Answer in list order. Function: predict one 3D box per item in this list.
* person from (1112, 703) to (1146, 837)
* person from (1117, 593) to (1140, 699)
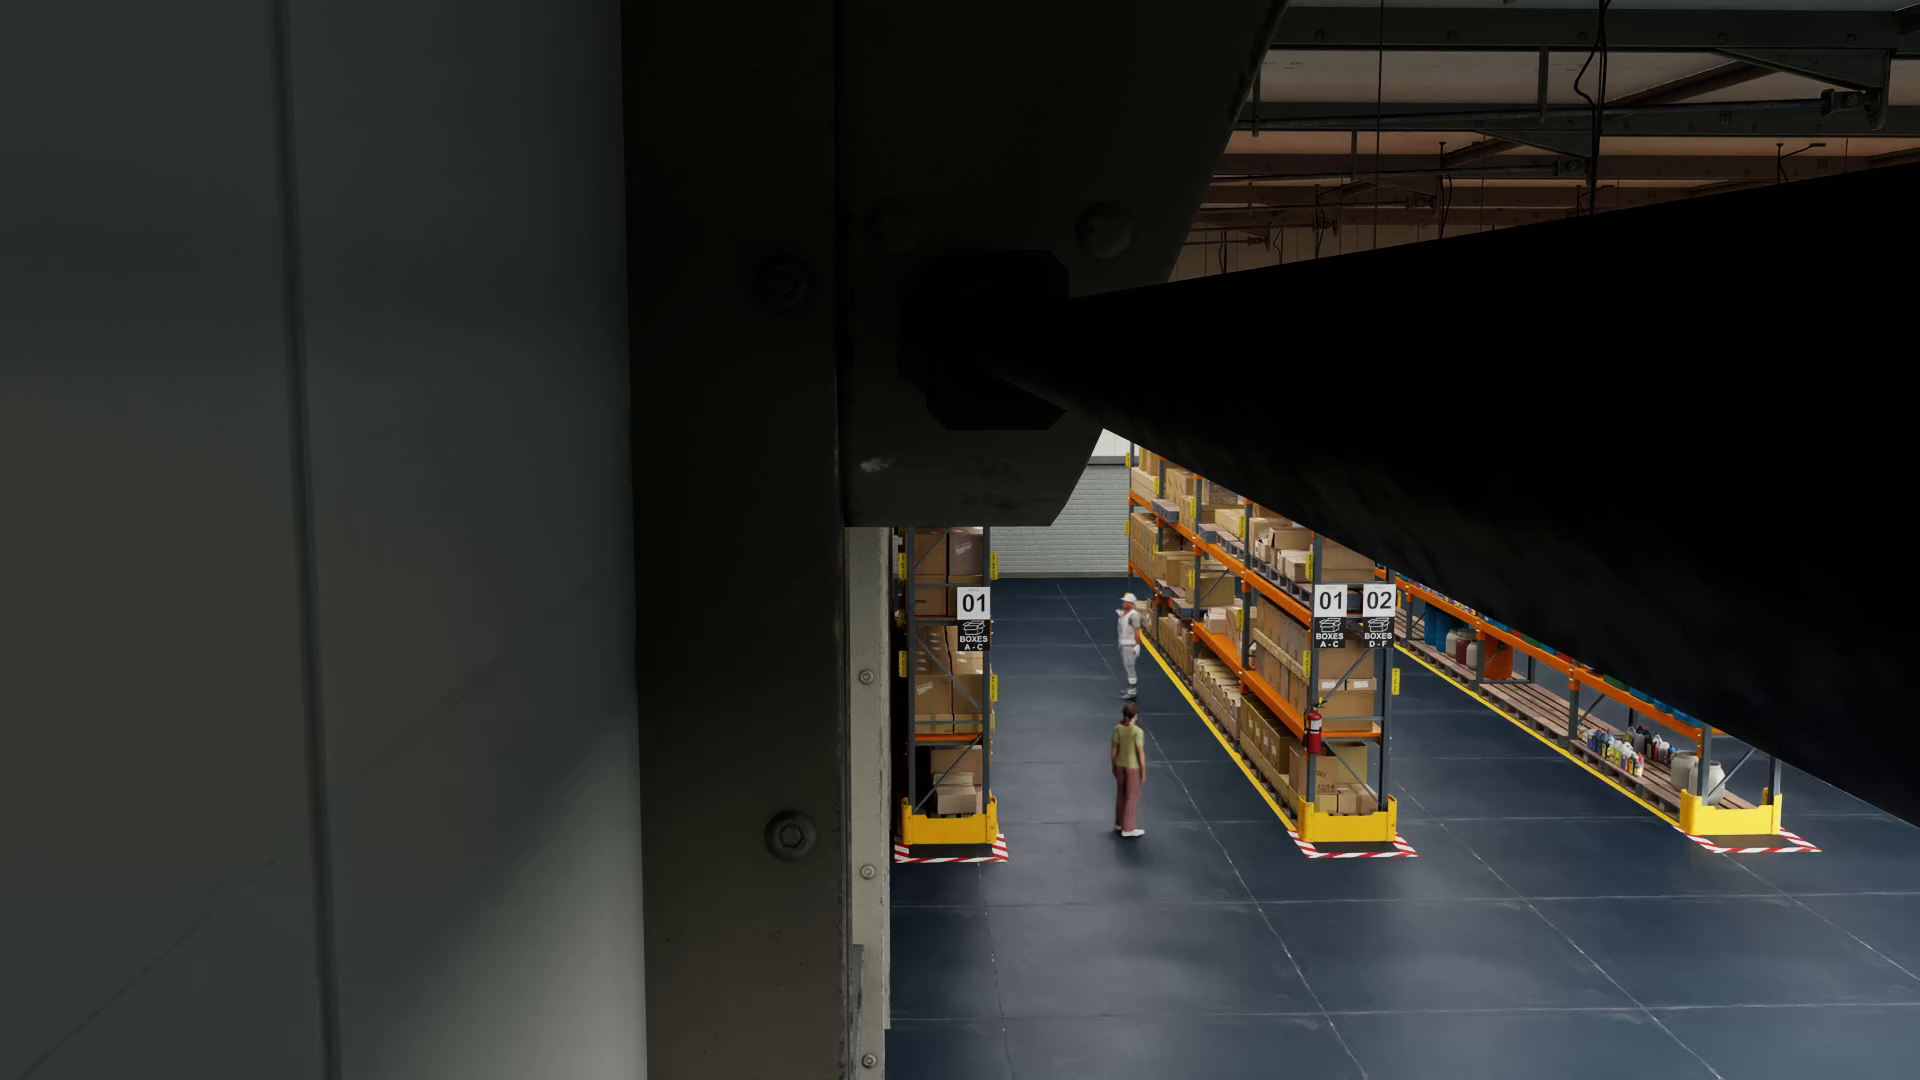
[{"bbox_3d":[2.159,2.864,20.794,0.451,1.695,0.510,-7,10,-44],"label":"person"},{"bbox_3d":[2.867,1.804,28.426,0.354,1.792,0.632,-2,8,-13],"label":"person"}]
